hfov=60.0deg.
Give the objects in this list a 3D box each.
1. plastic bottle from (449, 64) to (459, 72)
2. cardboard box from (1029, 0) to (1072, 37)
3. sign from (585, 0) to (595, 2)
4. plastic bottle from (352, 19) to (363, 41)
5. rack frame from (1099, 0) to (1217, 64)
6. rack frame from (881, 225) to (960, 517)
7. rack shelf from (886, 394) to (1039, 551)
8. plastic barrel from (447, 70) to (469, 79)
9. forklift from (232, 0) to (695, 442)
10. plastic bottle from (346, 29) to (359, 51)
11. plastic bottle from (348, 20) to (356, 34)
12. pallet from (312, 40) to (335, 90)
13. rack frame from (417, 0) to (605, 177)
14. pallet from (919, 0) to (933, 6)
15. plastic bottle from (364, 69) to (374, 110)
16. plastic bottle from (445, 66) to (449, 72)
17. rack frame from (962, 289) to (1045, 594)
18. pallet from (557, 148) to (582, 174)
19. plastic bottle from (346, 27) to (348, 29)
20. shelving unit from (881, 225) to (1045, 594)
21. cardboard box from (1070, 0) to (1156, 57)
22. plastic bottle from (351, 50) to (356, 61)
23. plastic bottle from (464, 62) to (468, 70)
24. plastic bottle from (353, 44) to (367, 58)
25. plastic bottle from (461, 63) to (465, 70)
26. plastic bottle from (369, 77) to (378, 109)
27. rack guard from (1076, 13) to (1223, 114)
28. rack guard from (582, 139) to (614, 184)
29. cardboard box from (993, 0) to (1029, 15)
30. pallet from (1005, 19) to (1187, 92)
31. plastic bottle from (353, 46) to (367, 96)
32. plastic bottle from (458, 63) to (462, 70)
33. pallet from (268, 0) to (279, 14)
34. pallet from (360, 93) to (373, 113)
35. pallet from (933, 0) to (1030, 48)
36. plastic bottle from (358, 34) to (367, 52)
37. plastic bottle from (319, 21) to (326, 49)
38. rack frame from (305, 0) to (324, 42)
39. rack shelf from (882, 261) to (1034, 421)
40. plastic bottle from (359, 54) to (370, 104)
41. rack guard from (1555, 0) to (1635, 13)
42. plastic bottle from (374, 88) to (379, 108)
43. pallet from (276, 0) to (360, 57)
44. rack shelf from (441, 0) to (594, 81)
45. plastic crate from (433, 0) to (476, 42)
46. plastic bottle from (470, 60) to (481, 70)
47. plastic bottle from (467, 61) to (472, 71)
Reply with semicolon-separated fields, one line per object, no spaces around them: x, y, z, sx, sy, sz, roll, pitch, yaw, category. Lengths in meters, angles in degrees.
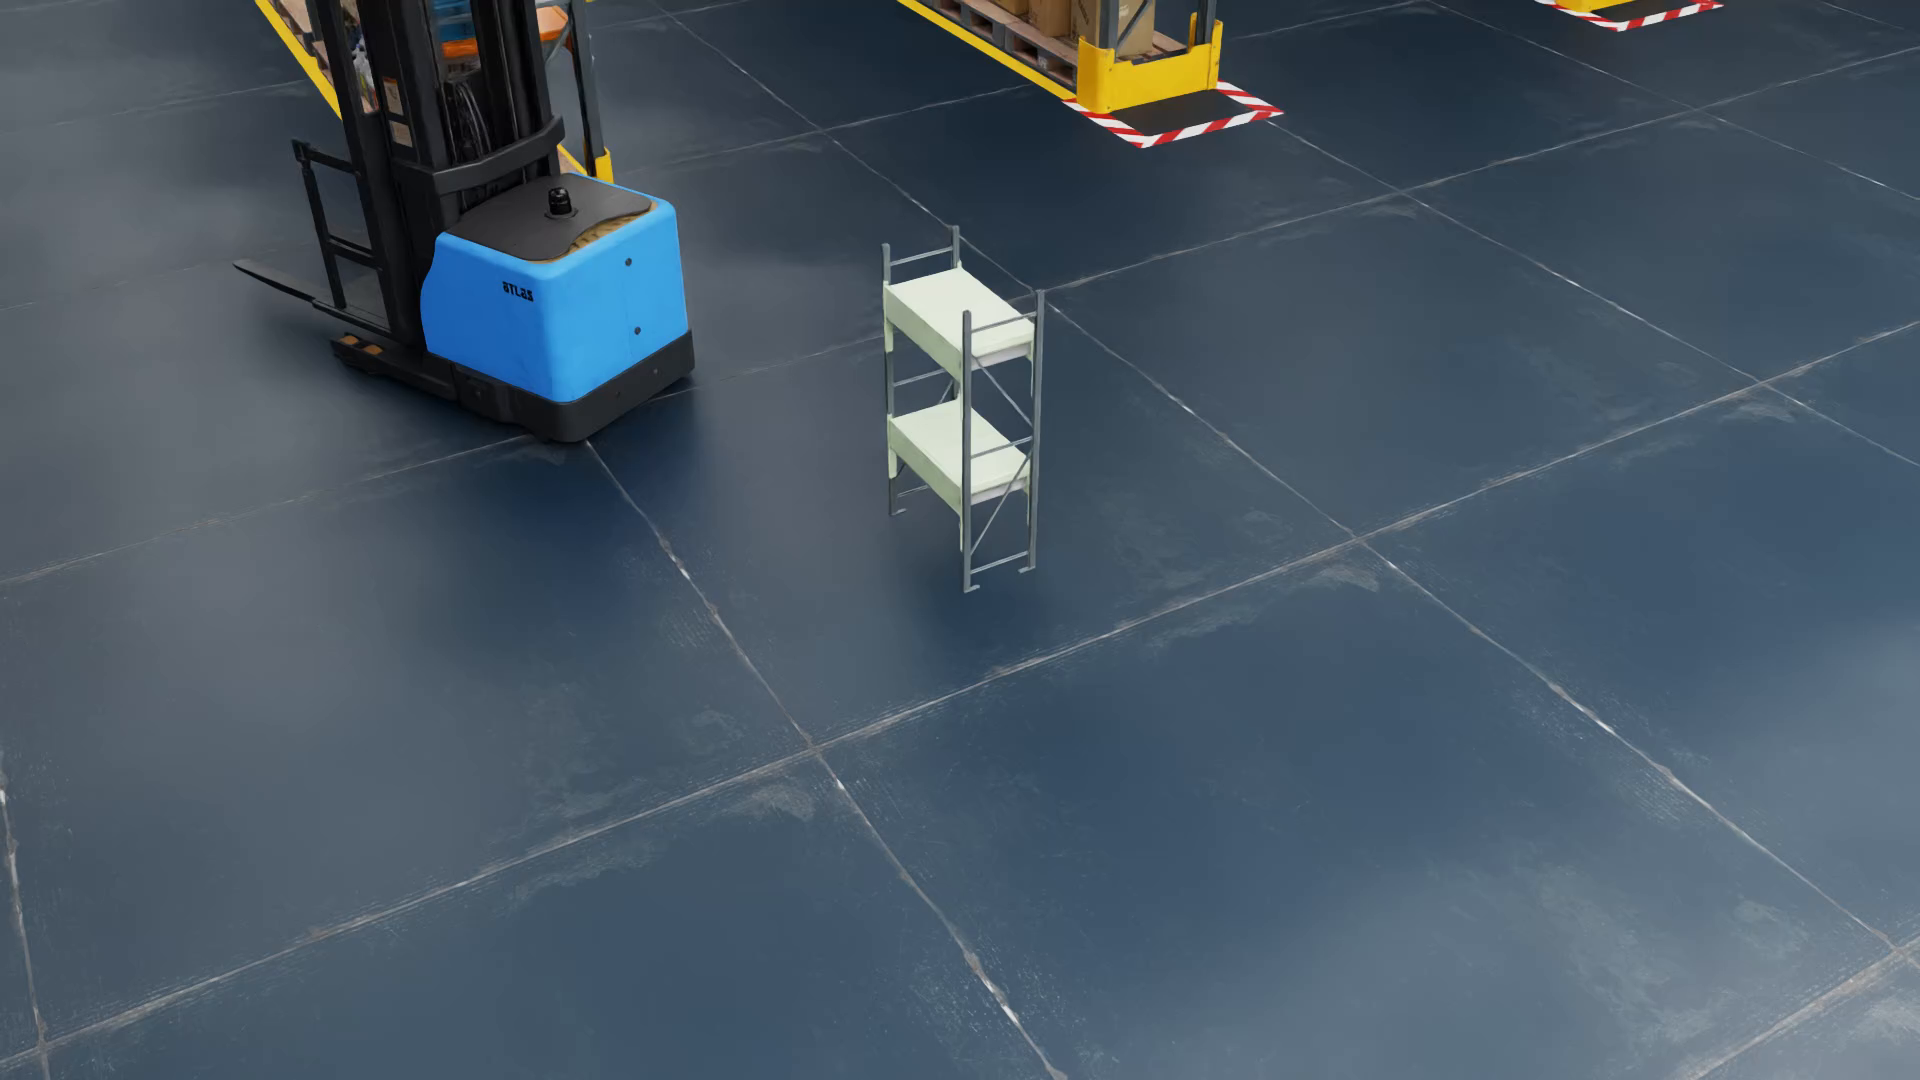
-3.876;-3.734;12.755;0.152;0.276;0.135;-18;40;-23;plastic bottle
0.877;-4.452;13.565;0.500;0.500;0.500;-9;37;-12;cardboard box
-2.298;-3.478;10.235;0.100;0.325;0.005;-19;40;-24;sign
-4.614;-3.862;12.867;0.144;0.351;0.185;-19;40;-24;plastic bottle
1.507;-4.674;12.106;1.000;3.000;0.127;-19;40;-24;rack frame
-0.181;-0.789;8.059;0.400;1.500;0.023;-19;40;-24;rack frame
0.003;-0.339;7.995;0.431;0.370;0.720;-19;40;-24;rack shelf
-3.424;-2.939;11.485;0.421;0.512;0.421;0;36;0;plastic barrel
-3.021;-2.371;9.012;3.031;2.935;1.130;21;41;27;forklift
-4.644;-3.723;12.677;0.144;0.351;0.185;-21;41;-26;plastic bottle
-4.727;-3.909;12.989;0.061;0.283;0.133;-19;40;-24;plastic bottle
-4.484;-3.765;13.226;1.003;0.211;1.213;-19;40;-24;pallet
-2.776;-3.206;10.096;1.000;3.000;0.127;-19;40;-24;rack frame
-0.135;-5.255;15.266;1.003;0.211;1.213;-19;40;-24;pallet
-4.250;-3.298;12.158;0.152;0.276;0.135;-20;41;-25;plastic bottle
-3.968;-3.705;12.710;0.061;0.283;0.133;-19;40;-24;plastic bottle
0.187;-0.416;7.547;0.400;1.500;0.023;-19;40;-24;rack frame
-3.258;-2.520;11.522;1.003;0.211;1.213;-19;40;-24;pallet
-4.818;-3.874;12.948;0.152;0.276;0.135;-17;40;-22;plastic bottle
0.003;-0.602;7.803;0.431;1.500;0.755;-19;40;-24;shelving unit
1.207;-4.157;13.162;0.500;0.500;0.500;-12;38;-16;cardboard box
-4.597;-3.599;12.564;0.061;0.283;0.133;-17;39;-22;plastic bottle
-3.690;-3.547;12.562;0.097;0.201;0.097;0;36;0;plastic bottle
-4.538;-3.627;12.613;0.097;0.271;0.097;0;36;0;plastic bottle
-3.742;-3.628;12.614;0.097;0.271;0.097;0;36;0;plastic bottle
-4.181;-3.227;12.061;0.152;0.276;0.135;-19;40;-24;plastic bottle
1.468;-3.703;12.896;1.175;0.500;0.348;-19;40;-24;rack guard
-2.855;-2.221;10.867;1.175;0.500;0.348;-19;40;-24;rack guard
0.579;-4.777;14.010;0.500;0.500;0.500;-15;39;-20;cardboard box
1.091;-4.011;13.563;1.003;0.211;1.213;-19;40;-24;pallet
-4.430;-3.506;12.380;0.144;0.351;0.185;-19;40;-24;plastic bottle
-3.793;-3.652;12.706;0.097;0.201;0.097;0;36;0;plastic bottle
-5.831;-5.131;15.097;1.003;0.211;1.213;-19;40;-24;pallet
-3.867;-3.142;12.373;1.003;0.211;1.213;-19;40;-24;pallet
0.482;-4.632;14.414;1.003;0.211;1.213;-19;40;-24;pallet
-4.561;-3.749;12.780;0.097;0.271;0.097;0;36;0;plastic bottle
-5.004;-4.029;13.164;0.097;0.271;0.097;0;36;0;plastic bottle
-4.785;-5.246;12.889;1.000;3.000;0.127;-19;40;-24;rack frame
0.003;-0.917;7.573;0.431;0.370;0.720;-19;40;-24;rack shelf
-4.337;-3.411;12.250;0.144;0.351;0.185;-17;40;-22;plastic bottle
5.858;-5.070;14.768;1.175;0.500;0.348;-19;40;-24;rack guard
-4.152;-3.147;11.946;0.061;0.283;0.133;-18;40;-23;plastic bottle
-5.214;-4.509;14.244;1.003;0.211;1.213;-19;40;-24;pallet
-3.781;-3.935;11.705;1.077;0.370;4.000;-19;40;-24;rack shelf
-3.286;-3.312;10.368;0.499;0.251;0.616;-19;40;-24;plastic crate
-3.589;-3.473;12.403;0.097;0.271;0.097;0;36;0;plastic bottle
-3.640;-3.524;12.473;0.097;0.271;0.097;0;36;0;plastic bottle
